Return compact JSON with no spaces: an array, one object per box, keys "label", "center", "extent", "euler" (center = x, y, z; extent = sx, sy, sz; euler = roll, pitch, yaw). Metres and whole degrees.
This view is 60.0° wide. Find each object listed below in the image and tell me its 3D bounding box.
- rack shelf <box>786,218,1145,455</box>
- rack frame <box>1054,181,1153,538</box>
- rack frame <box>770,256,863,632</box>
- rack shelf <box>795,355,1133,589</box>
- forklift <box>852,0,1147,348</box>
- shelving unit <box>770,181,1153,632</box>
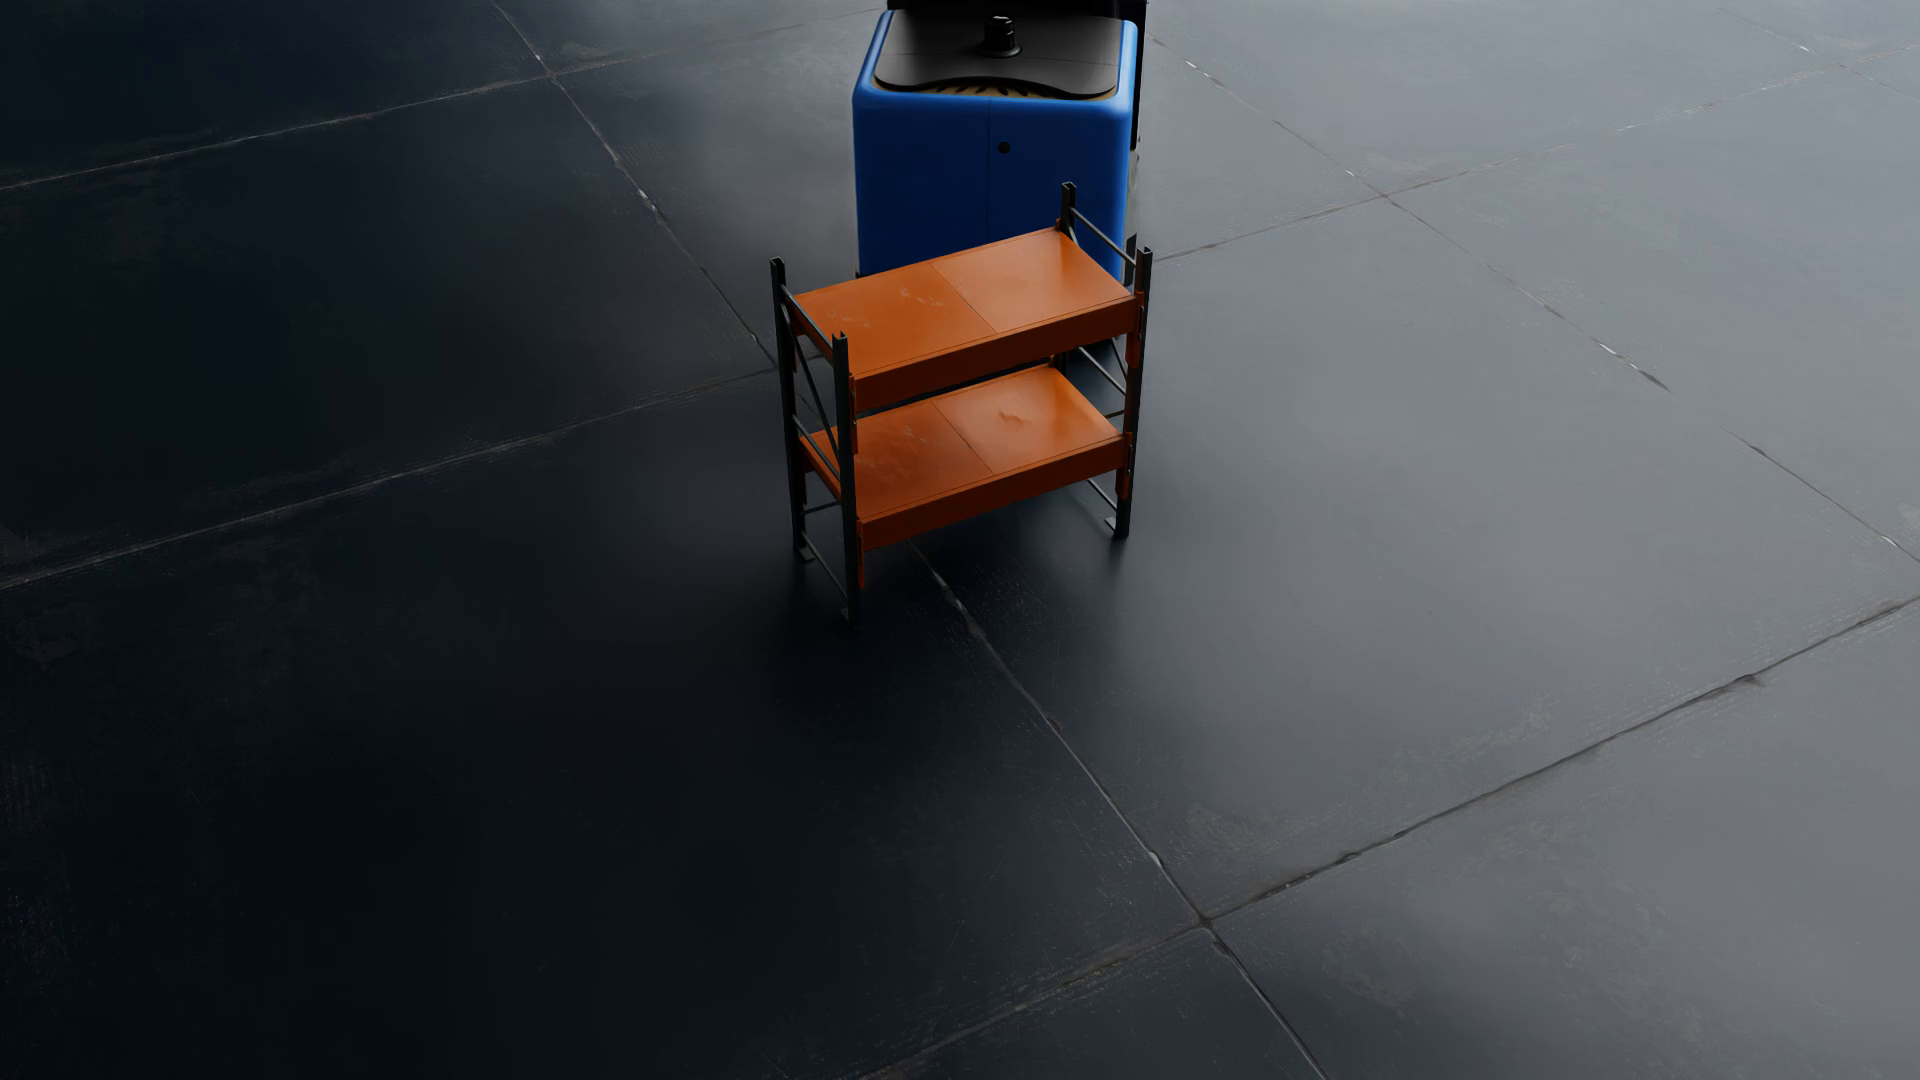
[{"label":"rack shelf","center":[0.006,-0.655,5.200],"extent":[1.000,0.278,0.538],"euler":[-19,44,-21]},{"label":"rack frame","center":[0.457,-0.583,5.568],"extent":[0.032,1.125,0.500],"euler":[-19,44,-21]},{"label":"rack frame","center":[-0.445,-0.280,5.210],"extent":[0.032,1.125,0.500],"euler":[-19,44,-21]},{"label":"rack shelf","center":[0.006,-0.245,5.547],"extent":[1.000,0.278,0.538],"euler":[-19,44,-21]},{"label":"forklift","center":[0.265,-2.820,6.813],"extent":[1.130,2.935,3.031],"euler":[4,40,5]},{"label":"shelving unit","center":[0.006,-0.431,5.389],"extent":[1.048,1.125,0.538],"euler":[-19,44,-21]}]
